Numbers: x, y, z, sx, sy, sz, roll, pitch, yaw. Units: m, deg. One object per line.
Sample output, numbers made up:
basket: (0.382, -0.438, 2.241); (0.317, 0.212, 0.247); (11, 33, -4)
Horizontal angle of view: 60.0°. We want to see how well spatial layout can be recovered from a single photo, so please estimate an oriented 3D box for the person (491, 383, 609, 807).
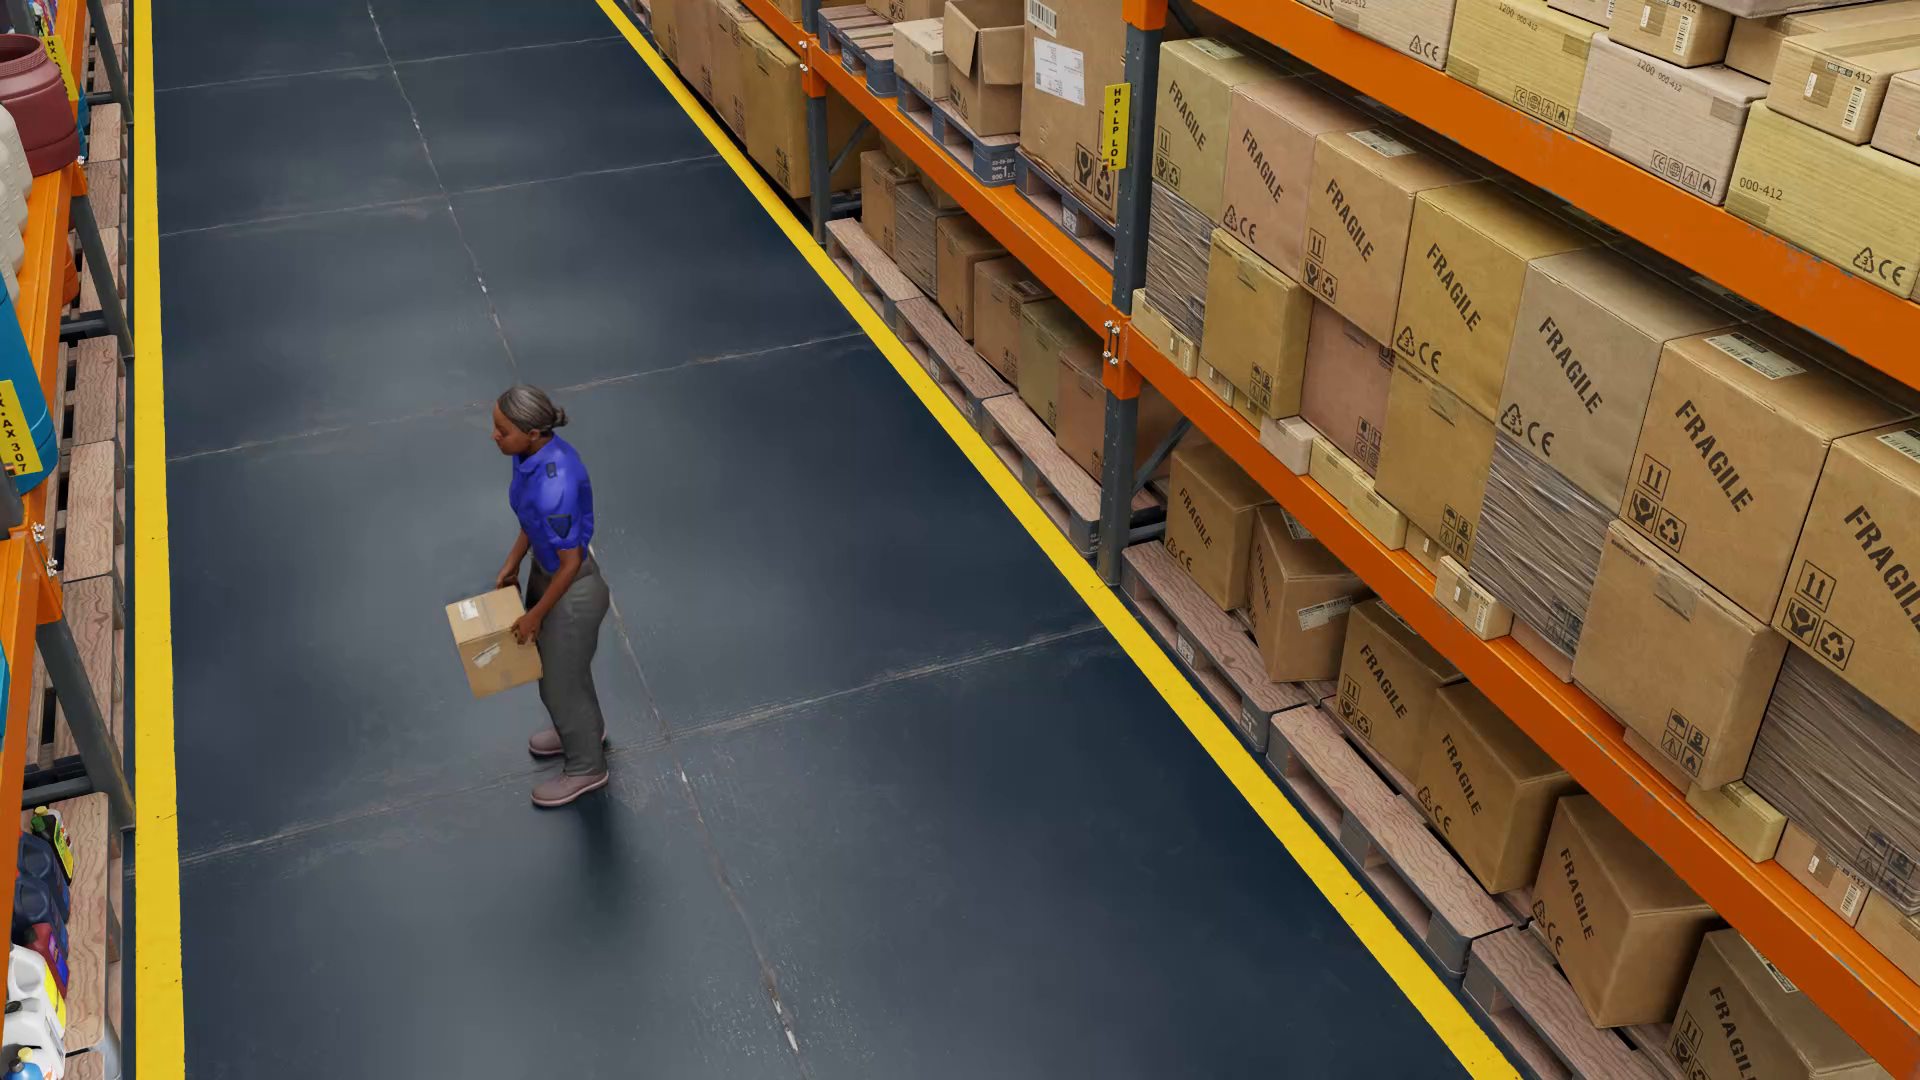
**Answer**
person: (-1.450, 0.186, 5.860); (0.398, 1.662, 0.486); (-14, 36, -20)
